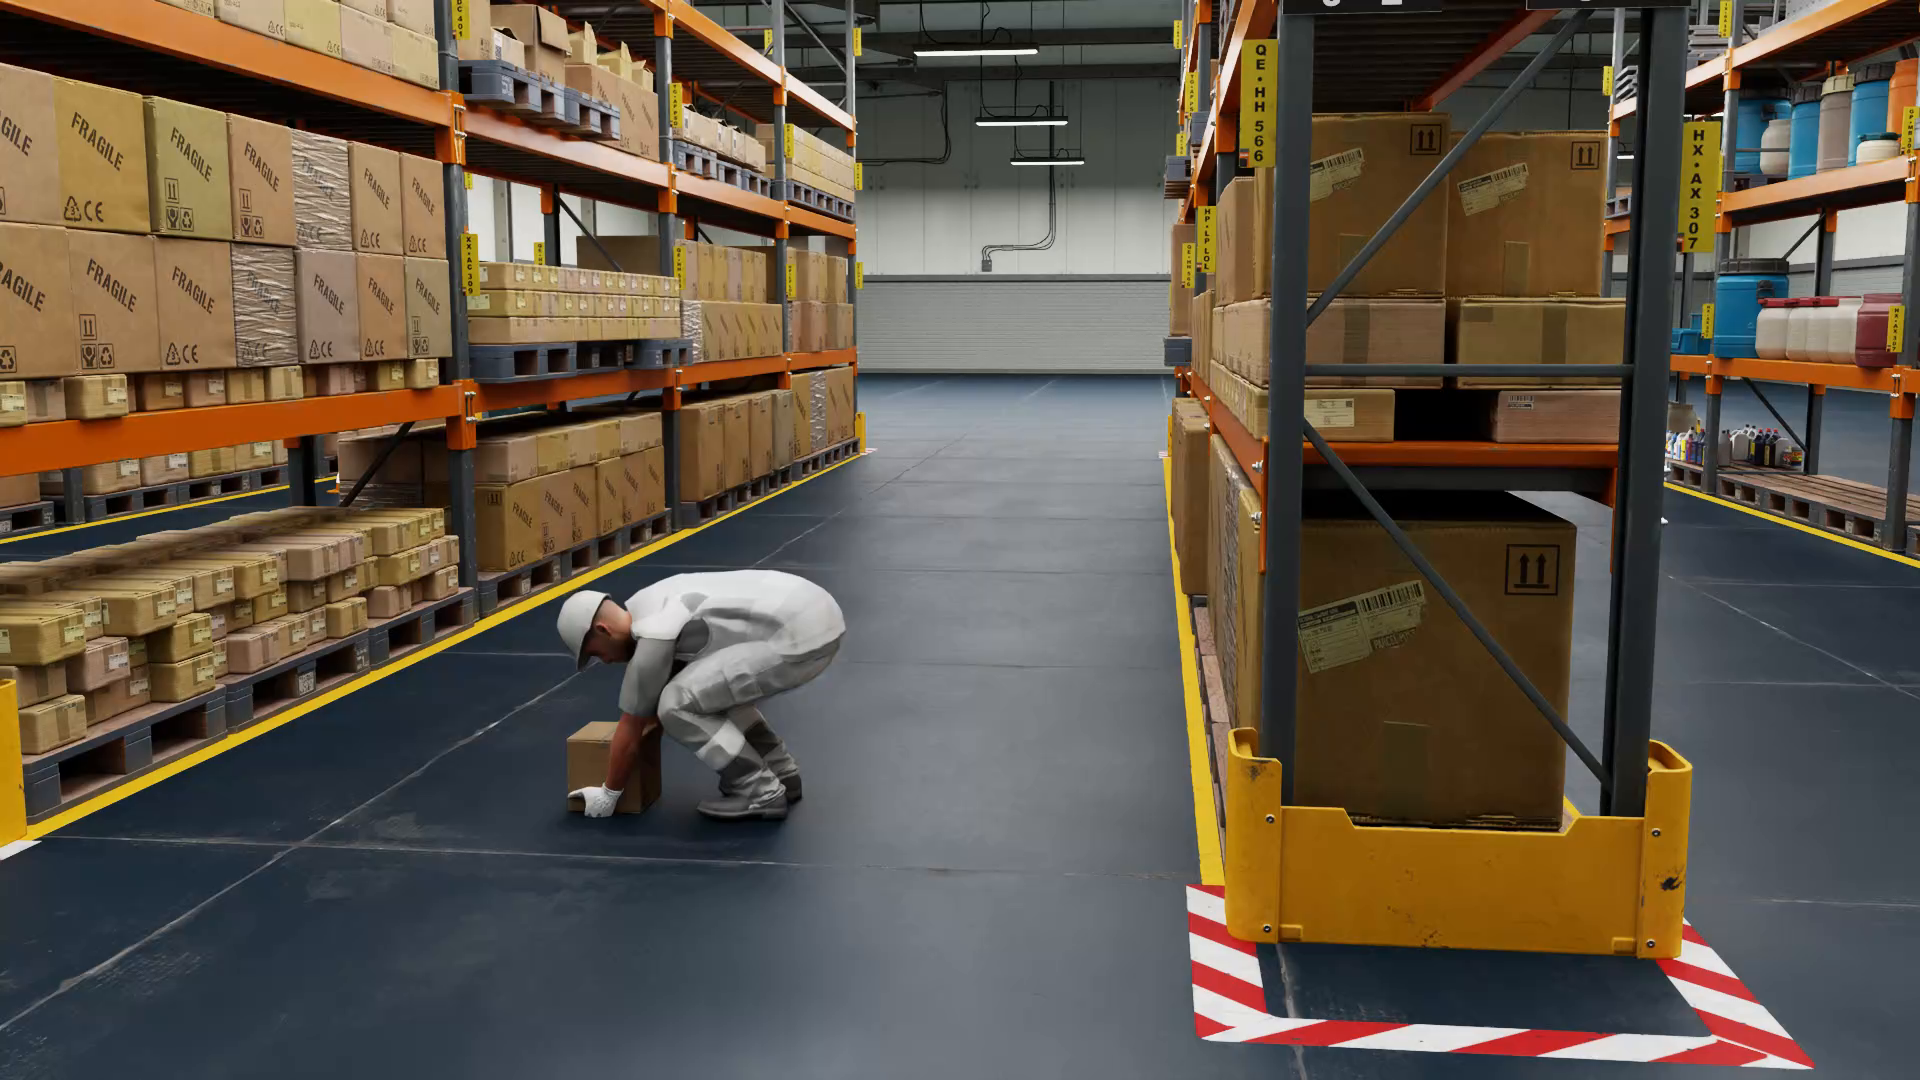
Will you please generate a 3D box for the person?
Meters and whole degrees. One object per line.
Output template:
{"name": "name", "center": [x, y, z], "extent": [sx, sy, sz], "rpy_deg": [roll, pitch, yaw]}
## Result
{"name": "person", "center": [-0.871, 0.519, 5.618], "extent": [0.966, 0.830, 0.527], "rpy_deg": [1, 8, 5]}
